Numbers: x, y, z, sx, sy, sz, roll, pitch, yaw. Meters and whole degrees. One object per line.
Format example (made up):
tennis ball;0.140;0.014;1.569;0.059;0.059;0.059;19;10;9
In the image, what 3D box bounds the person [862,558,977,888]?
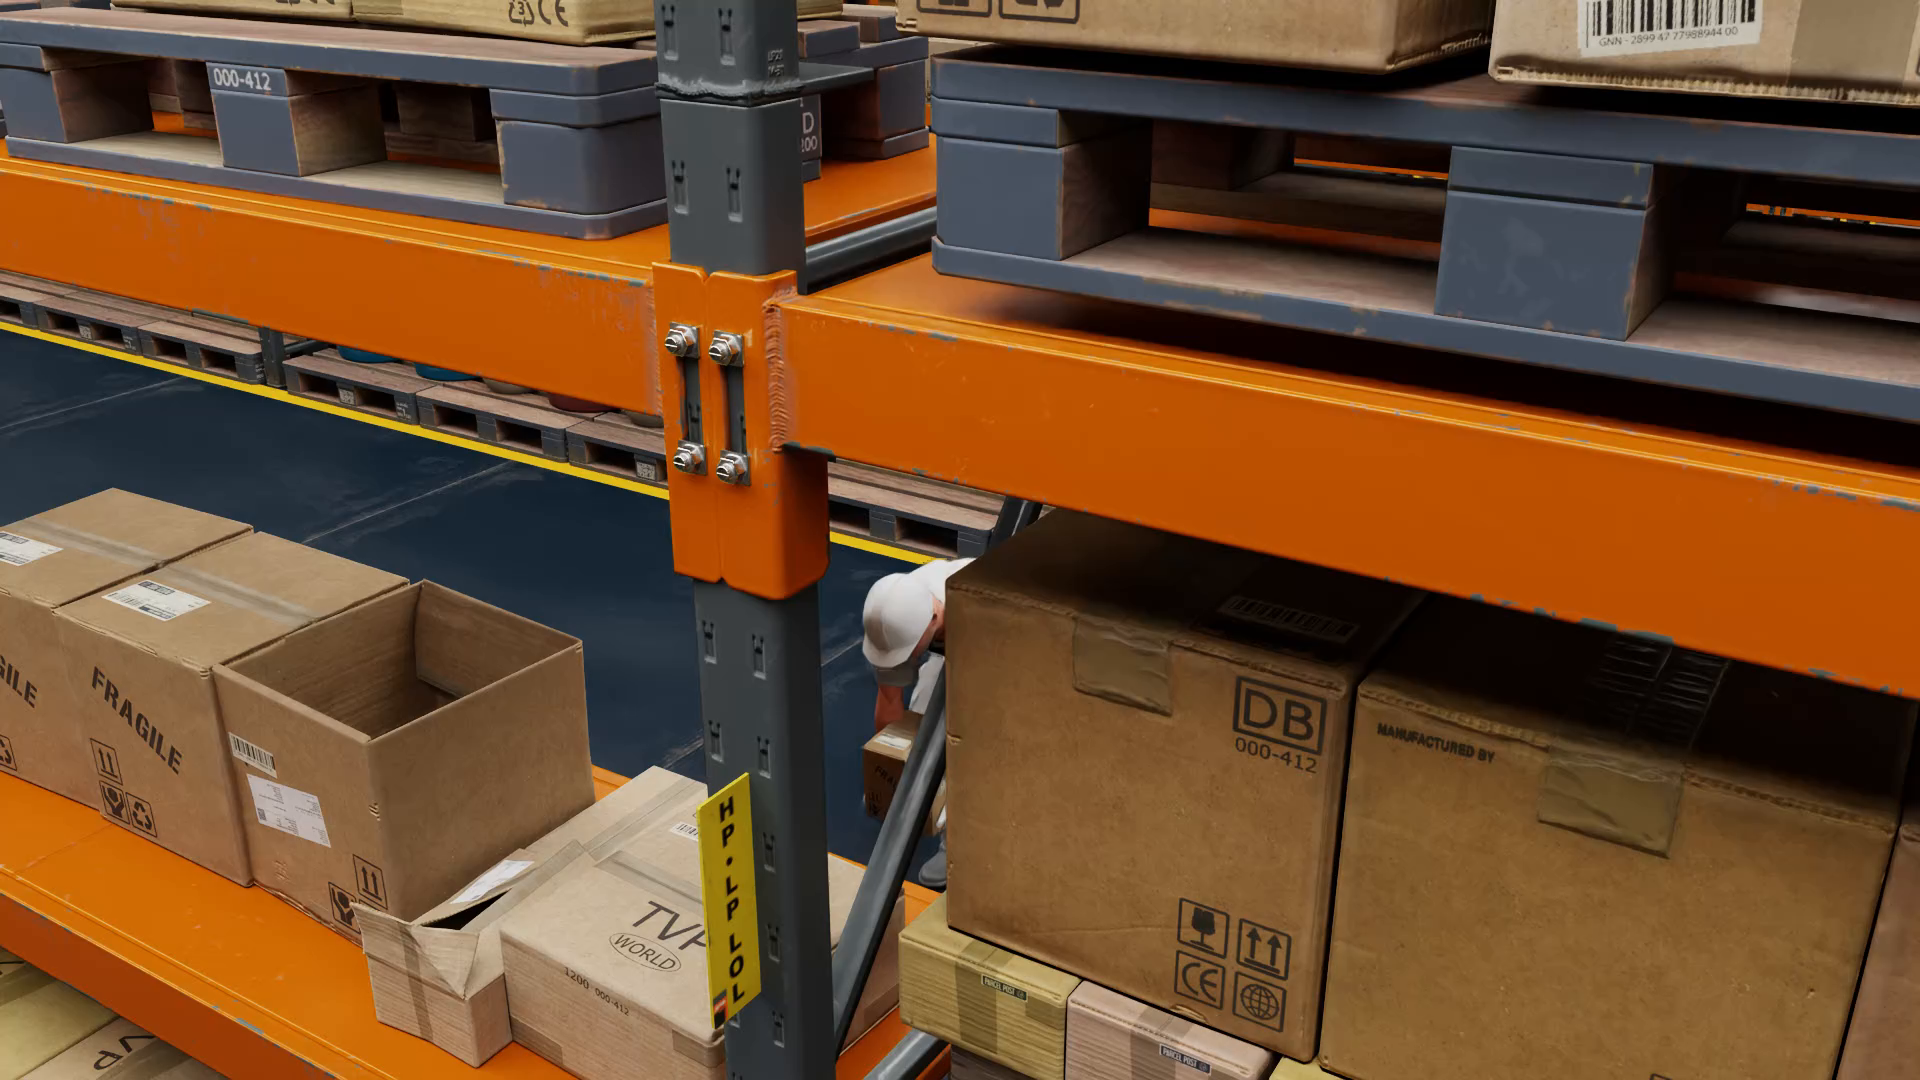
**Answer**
person;-0.011;0.593;5.260;0.495;1.319;0.910;13;26;27
